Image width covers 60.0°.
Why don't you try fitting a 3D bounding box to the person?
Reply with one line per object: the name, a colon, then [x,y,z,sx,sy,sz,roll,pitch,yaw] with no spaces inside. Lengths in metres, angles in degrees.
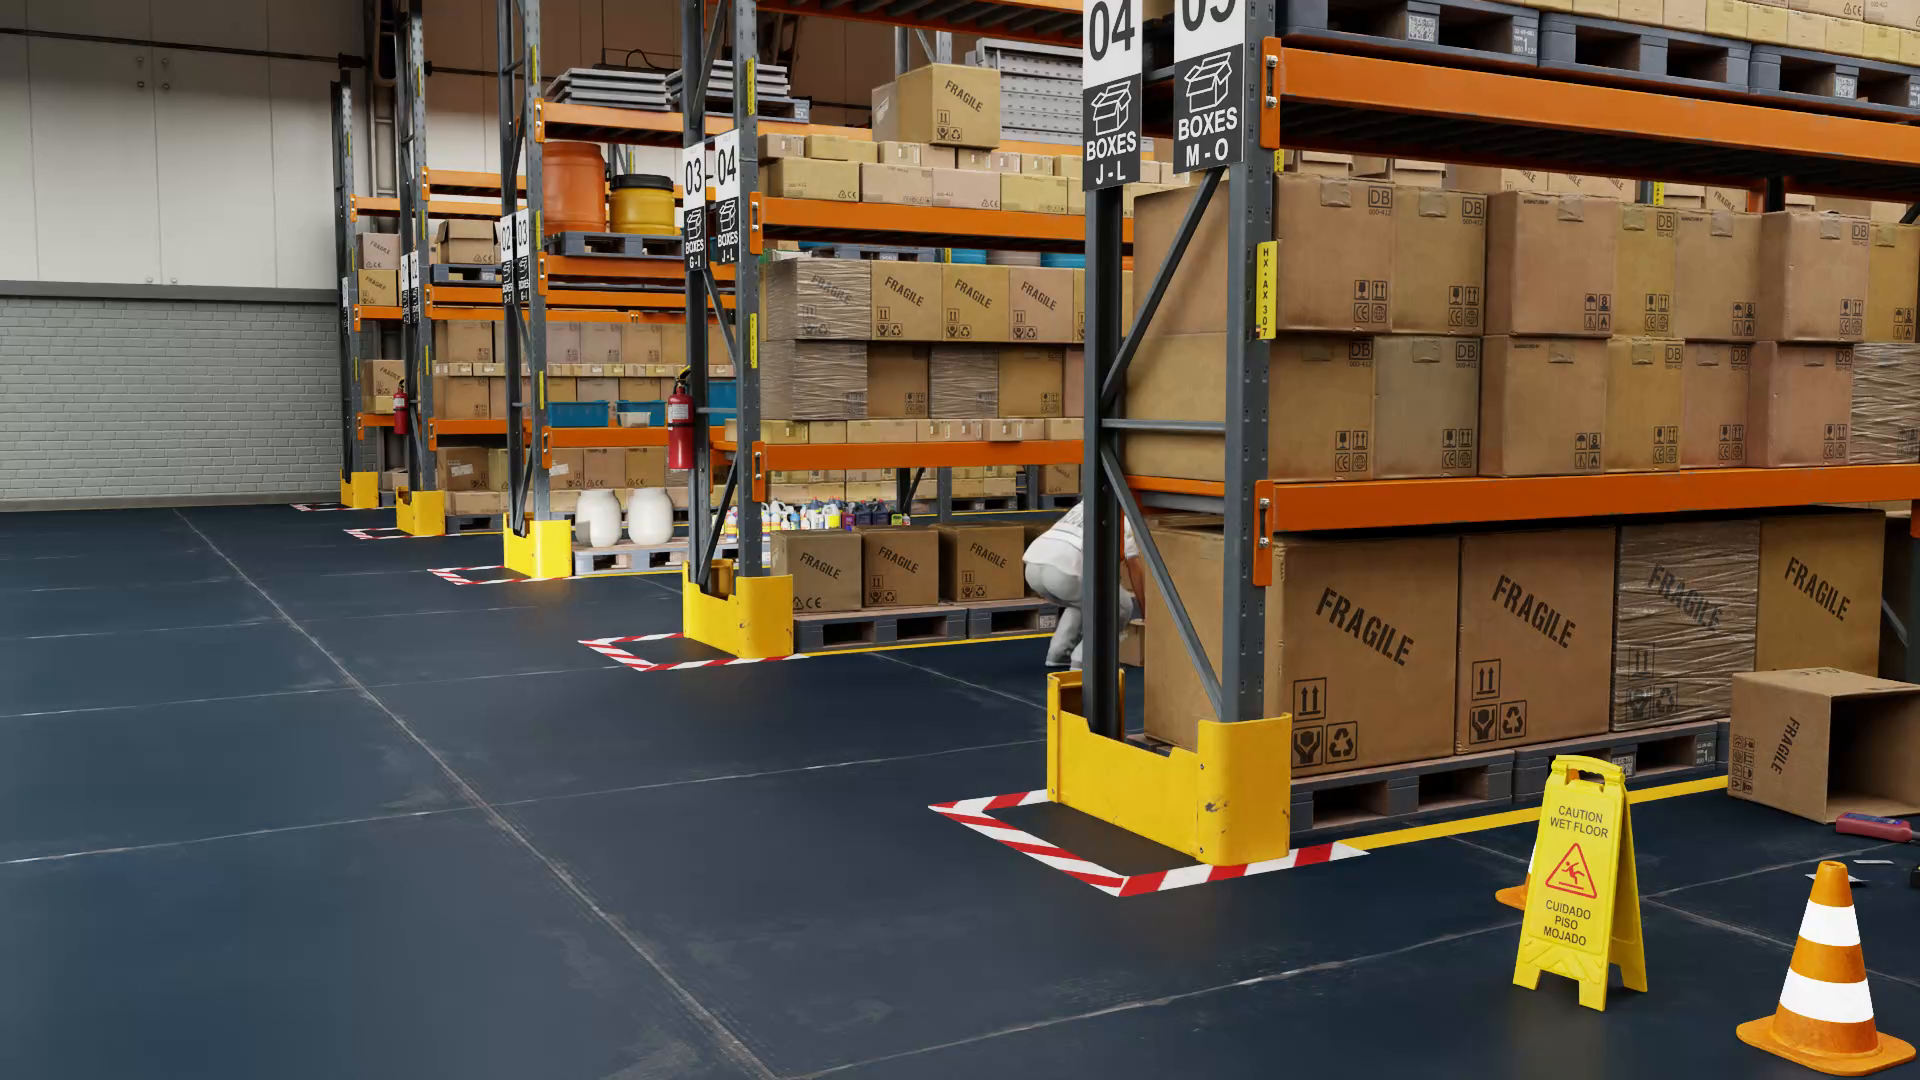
person: [0.765,0.216,9.816,0.834,1.094,0.537,-3,6,-29]
